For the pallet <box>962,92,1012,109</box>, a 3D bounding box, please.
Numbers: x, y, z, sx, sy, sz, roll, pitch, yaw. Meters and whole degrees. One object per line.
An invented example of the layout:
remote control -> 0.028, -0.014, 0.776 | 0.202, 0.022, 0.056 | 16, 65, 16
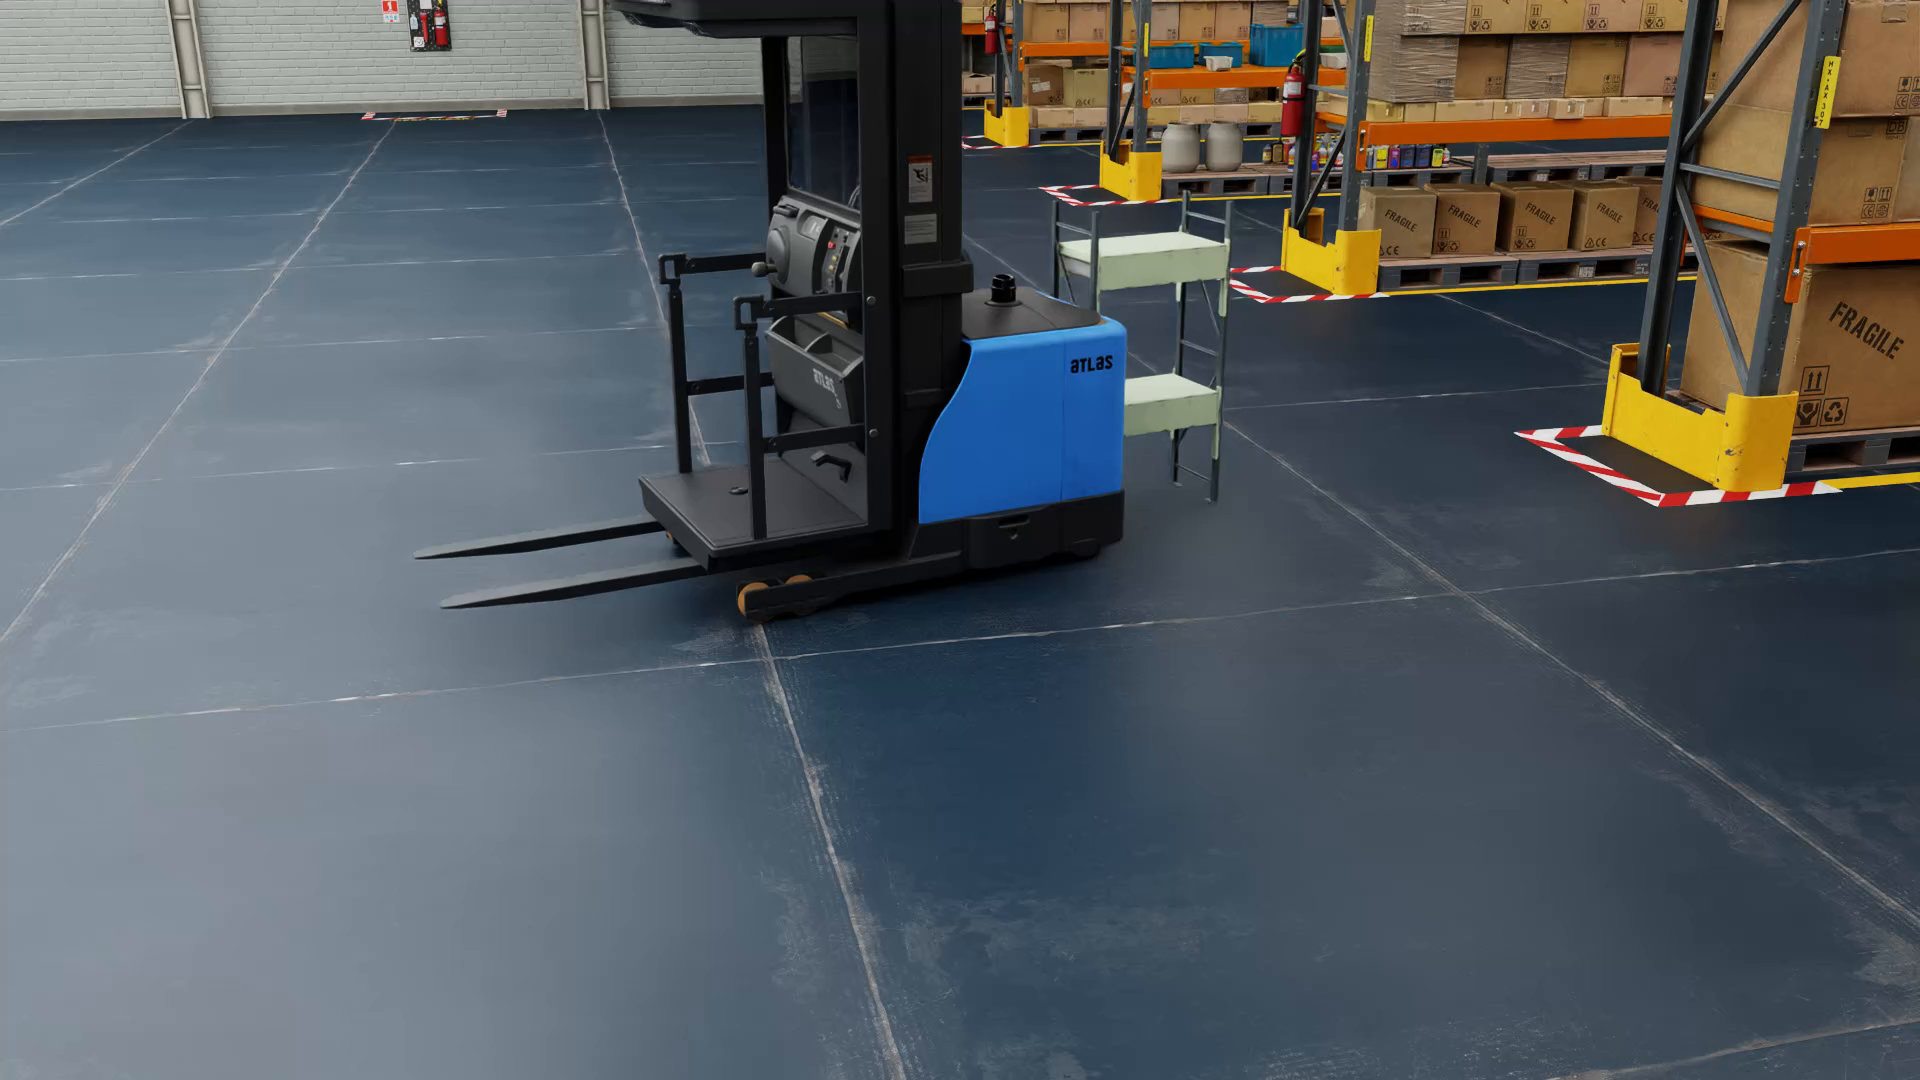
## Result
pallet -> 0.380, -7.247, 27.292 | 1.213, 0.211, 1.003 | -5, 21, -12

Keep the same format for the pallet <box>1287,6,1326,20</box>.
pallet -> 5.376, -8.871, 27.949 | 1.213, 0.211, 1.003 | -5, 21, -12

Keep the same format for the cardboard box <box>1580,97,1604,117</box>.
cardboard box -> 4.954, -3.499, 13.372 | 0.250, 0.149, 0.380 | -5, 21, -12

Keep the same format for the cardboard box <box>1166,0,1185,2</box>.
cardboard box -> 2.835, -7.293, 22.275 | 0.250, 0.149, 0.380 | -4, 20, -11

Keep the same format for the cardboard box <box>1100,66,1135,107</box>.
cardboard box -> 2.194, -6.151, 22.541 | 0.500, 0.500, 0.500 | -5, 21, -12

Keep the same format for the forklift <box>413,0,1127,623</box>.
forklift -> -0.804, -1.239, 6.936 | 3.031, 2.935, 1.130 | -10, 22, -25

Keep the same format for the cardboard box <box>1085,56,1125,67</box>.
cardboard box -> 2.400, -7.752, 27.611 | 0.500, 0.500, 0.500 | -6, 21, -17

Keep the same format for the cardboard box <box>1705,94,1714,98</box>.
cardboard box -> 5.958, -3.534, 13.466 | 0.250, 0.149, 0.380 | -5, 21, -12

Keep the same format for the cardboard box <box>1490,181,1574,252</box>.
cardboard box -> 4.726, -2.693, 13.830 | 0.500, 0.500, 0.500 | -3, 20, -7

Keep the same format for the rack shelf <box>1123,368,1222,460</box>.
rack shelf -> 0.859, -0.581, 8.167 | 0.720, 0.370, 0.431 | -10, 22, -25

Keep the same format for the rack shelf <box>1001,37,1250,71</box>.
rack shelf -> 2.598, -6.661, 22.683 | 4.000, 0.370, 1.077 | -5, 21, -12

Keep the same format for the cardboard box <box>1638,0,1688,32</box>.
cardboard box -> 5.472, -4.290, 13.133 | 0.500, 0.500, 0.500 | -5, 21, -12

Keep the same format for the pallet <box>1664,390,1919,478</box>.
pallet -> 4.730, -0.636, 9.244 | 1.213, 0.211, 1.003 | -5, 21, -12

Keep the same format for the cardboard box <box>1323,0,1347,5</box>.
cardboard box -> 6.300, -9.291, 28.032 | 0.500, 0.500, 0.700 | -7, 21, -18

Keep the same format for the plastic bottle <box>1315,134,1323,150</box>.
plastic bottle -> 4.021, -4.473, 18.876 | 0.185, 0.351, 0.144 | -4, 20, -10

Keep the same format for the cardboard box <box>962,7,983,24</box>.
cardboard box -> 0.056, -8.369, 26.490 | 0.500, 0.250, 0.500 | -5, 21, -14

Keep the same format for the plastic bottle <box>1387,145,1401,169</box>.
plastic bottle -> 4.784, -4.240, 18.338 | 0.133, 0.283, 0.061 | -3, 20, -9

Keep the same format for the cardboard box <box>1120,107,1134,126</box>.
cardboard box -> 2.197, -5.795, 22.659 | 0.500, 0.250, 0.500 | -5, 21, -12

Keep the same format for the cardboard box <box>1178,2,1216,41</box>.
cardboard box -> 3.113, -7.084, 22.648 | 0.500, 0.500, 0.700 | -4, 21, -12

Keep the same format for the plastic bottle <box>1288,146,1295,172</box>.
plastic bottle -> 3.624, -4.147, 18.101 | 0.097, 0.271, 0.097 | 0, 20, 0

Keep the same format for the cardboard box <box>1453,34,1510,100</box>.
cardboard box -> 3.928, -3.825, 13.317 | 0.500, 0.500, 0.875 | -5, 21, -12

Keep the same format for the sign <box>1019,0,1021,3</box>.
sign -> 0.773, -7.098, 21.456 | 0.005, 0.325, 0.100 | -5, 21, -12

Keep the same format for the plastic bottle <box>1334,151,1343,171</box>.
plastic bottle -> 4.151, -4.157, 18.230 | 0.097, 0.201, 0.097 | 0, 20, 0

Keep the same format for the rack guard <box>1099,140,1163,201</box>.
rack guard -> 1.851, -4.030, 18.089 | 0.348, 0.500, 1.175 | -5, 21, -12

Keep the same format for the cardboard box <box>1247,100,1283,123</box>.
cardboard box -> 4.143, -5.953, 23.092 | 0.500, 0.250, 0.500 | -5, 21, -12

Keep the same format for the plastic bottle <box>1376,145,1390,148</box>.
plastic bottle -> 4.832, -4.488, 18.917 | 0.185, 0.351, 0.144 | -5, 21, -12

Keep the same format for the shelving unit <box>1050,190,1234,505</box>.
shelving unit -> 0.859, -0.887, 8.055 | 0.755, 1.500, 0.431 | -10, 22, -25

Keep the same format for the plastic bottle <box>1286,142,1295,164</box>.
plastic bottle -> 3.750, -4.380, 18.721 | 0.133, 0.283, 0.061 | -5, 21, -12

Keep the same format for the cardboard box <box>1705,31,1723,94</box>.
cardboard box -> 5.873, -3.985, 13.753 | 0.500, 0.500, 0.875 | -5, 21, -12

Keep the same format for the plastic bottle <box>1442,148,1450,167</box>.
plastic bottle -> 5.399, -4.258, 18.507 | 0.097, 0.201, 0.097 | 0, 20, 0

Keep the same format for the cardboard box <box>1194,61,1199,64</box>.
cardboard box -> 3.536, -6.441, 23.334 | 0.500, 0.500, 0.500 | -5, 21, -12

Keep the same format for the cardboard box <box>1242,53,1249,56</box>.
cardboard box -> 4.541, -8.300, 28.015 | 0.500, 0.250, 0.500 | -5, 21, -14

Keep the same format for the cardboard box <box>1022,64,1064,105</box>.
cardboard box -> 1.105, -6.241, 22.787 | 0.500, 0.500, 0.500 | -5, 21, -12

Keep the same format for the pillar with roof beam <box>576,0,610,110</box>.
pillar with roof beam -> -4.858, -9.744, 21.332 | 0.400, 9.000, 9.100 | -5, 21, -12

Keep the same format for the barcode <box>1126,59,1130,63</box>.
barcode -> 2.820, -8.035, 27.919 | 0.075, 0.075, 0.001 | -5, 21, -12

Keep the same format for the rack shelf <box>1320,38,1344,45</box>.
rack shelf -> 6.490, -6.977, 23.547 | 4.000, 0.370, 1.077 | -5, 21, -12

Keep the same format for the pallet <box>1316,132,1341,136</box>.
pallet -> 5.252, -5.919, 23.666 | 1.213, 0.211, 1.003 | -5, 21, -12

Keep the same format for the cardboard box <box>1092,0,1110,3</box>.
cardboard box -> 1.828, -7.211, 22.051 | 0.250, 0.149, 0.380 | -5, 21, -13

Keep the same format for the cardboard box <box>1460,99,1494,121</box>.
cardboard box -> 3.992, -3.404, 13.111 | 0.250, 0.149, 0.380 | -5, 21, -12

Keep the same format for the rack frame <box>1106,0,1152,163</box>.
rack frame -> 1.787, -5.182, 17.600 | 0.127, 3.000, 1.000 | -5, 21, -12

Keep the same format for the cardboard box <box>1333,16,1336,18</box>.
cardboard box -> 5.357, -7.225, 23.372 | 0.258, 0.266, 0.396 | -5, 21, -14

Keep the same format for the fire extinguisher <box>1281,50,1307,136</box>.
fire extinguisher -> 2.710, -3.633, 13.484 | 0.183, 0.674, 0.296 | -5, 21, -12

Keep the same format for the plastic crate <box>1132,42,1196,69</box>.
plastic crate -> 2.206, -5.252, 18.007 | 0.616, 0.251, 0.499 | -5, 21, -12

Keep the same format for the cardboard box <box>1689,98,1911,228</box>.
cardboard box -> 4.321, -1.971, 8.616 | 0.550, 0.550, 0.875 | -5, 21, -12

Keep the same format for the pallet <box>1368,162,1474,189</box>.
pallet -> 5.017, -4.150, 18.837 | 1.213, 0.211, 1.003 | -5, 21, -12

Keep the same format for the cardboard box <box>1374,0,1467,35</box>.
cardboard box -> 3.525, -4.132, 12.703 | 0.500, 0.500, 0.500 | -5, 21, -12

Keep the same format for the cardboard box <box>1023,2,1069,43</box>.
cardboard box -> 1.109, -6.920, 22.199 | 0.500, 0.500, 0.700 | -5, 21, -12
